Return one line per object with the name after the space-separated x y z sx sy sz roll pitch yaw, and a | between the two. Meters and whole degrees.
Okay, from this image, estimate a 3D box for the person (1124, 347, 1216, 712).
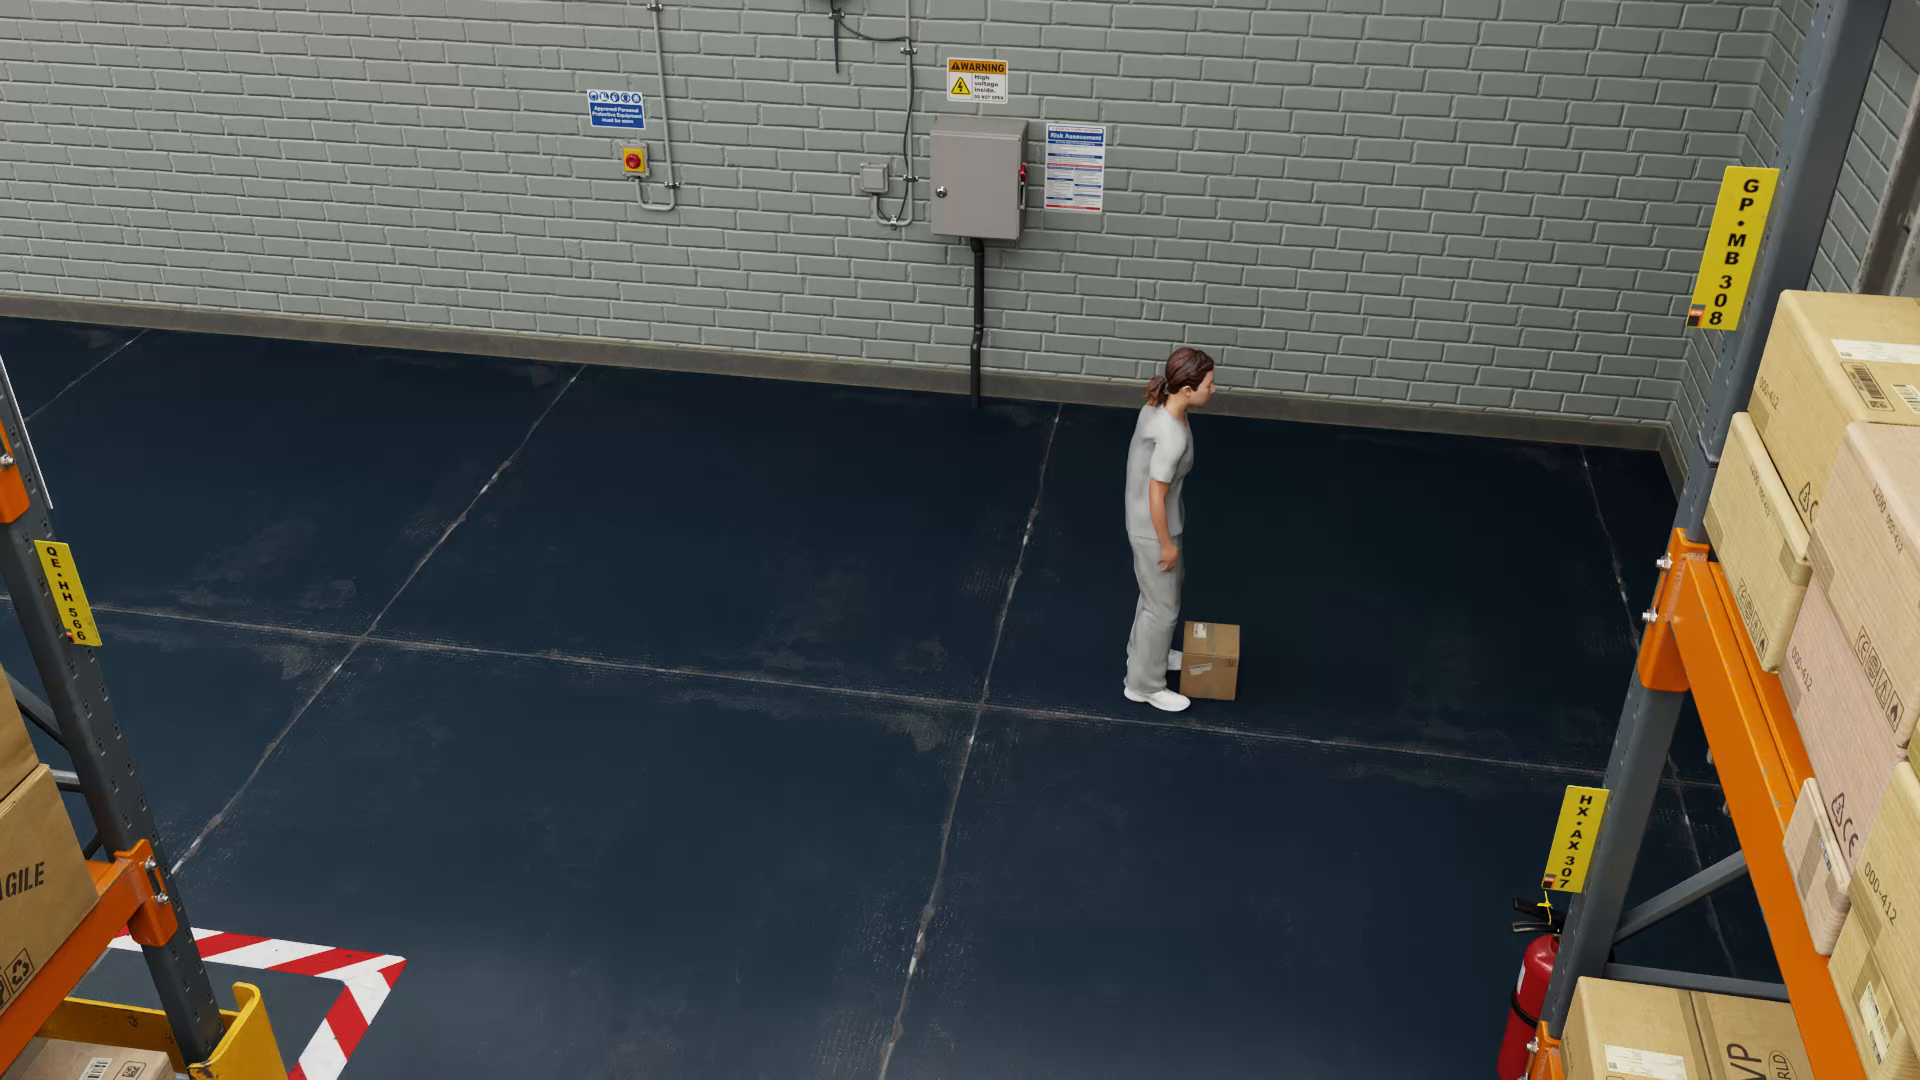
0.892 -0.056 7.247 0.363 1.650 0.498 4 33 6 | person
